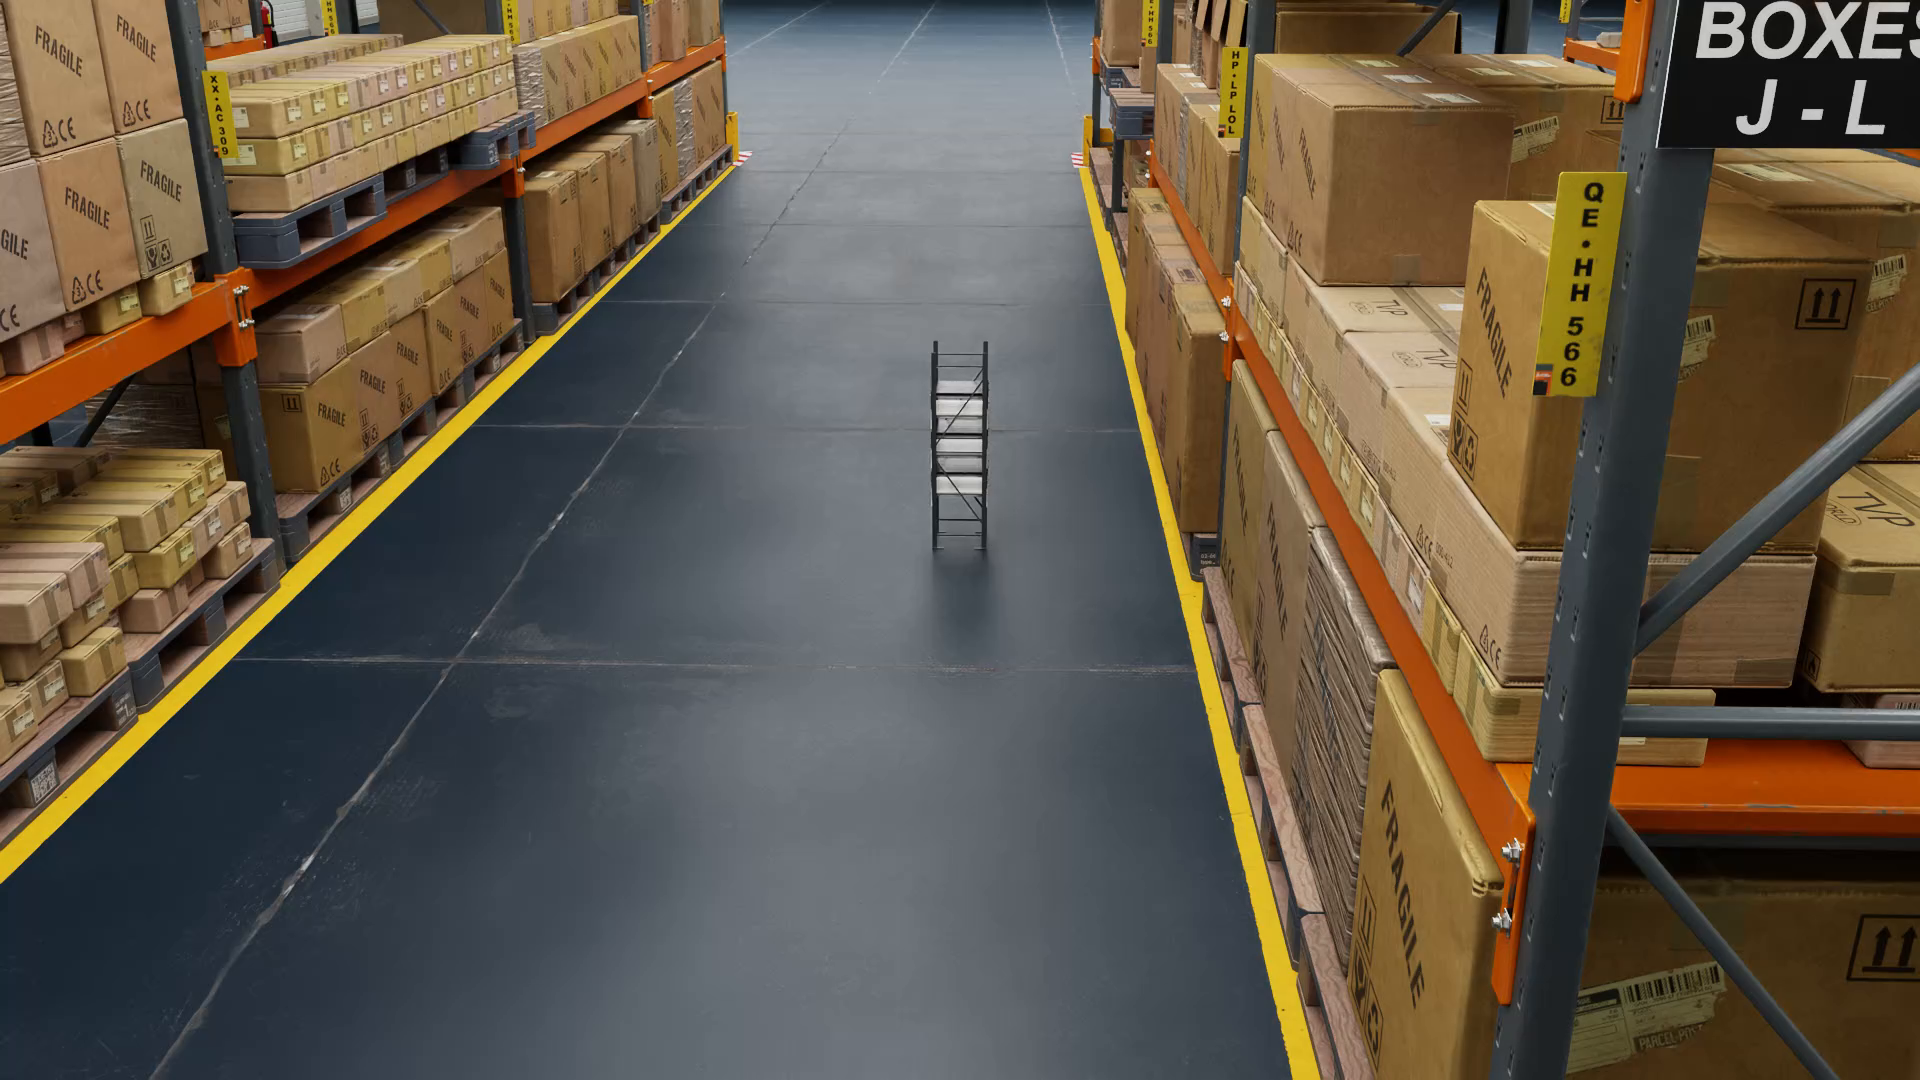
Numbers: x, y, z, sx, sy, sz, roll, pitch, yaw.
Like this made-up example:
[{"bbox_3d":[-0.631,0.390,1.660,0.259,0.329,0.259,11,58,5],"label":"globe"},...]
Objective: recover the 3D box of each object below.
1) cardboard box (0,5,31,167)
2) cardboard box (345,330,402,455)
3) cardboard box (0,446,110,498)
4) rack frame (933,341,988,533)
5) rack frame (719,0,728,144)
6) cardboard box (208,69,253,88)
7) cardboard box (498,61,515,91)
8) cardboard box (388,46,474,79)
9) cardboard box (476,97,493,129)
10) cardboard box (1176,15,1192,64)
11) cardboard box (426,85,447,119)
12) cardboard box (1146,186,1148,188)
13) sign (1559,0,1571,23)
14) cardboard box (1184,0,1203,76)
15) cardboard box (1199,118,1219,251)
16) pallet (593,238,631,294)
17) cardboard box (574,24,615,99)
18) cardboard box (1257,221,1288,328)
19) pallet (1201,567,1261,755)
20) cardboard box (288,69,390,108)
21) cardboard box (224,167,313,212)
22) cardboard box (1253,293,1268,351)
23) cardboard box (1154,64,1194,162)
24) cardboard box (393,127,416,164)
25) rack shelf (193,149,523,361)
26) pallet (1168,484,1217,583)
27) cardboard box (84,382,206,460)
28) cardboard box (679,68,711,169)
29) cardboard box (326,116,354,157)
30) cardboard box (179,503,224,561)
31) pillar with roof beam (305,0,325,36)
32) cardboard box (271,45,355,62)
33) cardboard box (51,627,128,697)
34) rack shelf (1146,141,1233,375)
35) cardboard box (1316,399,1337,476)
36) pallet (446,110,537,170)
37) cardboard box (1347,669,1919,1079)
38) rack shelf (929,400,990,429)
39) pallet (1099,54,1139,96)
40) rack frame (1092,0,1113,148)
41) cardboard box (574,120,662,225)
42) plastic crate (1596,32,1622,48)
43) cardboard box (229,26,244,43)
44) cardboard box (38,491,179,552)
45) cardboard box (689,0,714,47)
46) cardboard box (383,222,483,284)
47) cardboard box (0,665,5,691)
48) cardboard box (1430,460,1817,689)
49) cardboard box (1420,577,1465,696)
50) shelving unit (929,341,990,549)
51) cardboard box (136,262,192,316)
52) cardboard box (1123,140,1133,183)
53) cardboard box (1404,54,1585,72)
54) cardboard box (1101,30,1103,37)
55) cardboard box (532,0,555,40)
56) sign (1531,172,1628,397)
[{"bbox_3d":[-3.182,-1.347,4.921,0.500,0.500,0.500,1,21,3],"label":"cardboard box"},{"bbox_3d":[-3.096,-0.726,8.129,0.500,0.500,0.500,2,21,4],"label":"cardboard box"},{"bbox_3d":[-3.616,-0.262,6.595,0.380,0.149,0.250,1,21,4],"label":"cardboard box"},{"bbox_3d":[0.003,-0.453,7.453,0.240,0.900,0.006,1,21,2],"label":"rack frame"},{"bbox_3d":[-3.033,-5.579,17.761,1.000,3.000,0.127,1,21,2],"label":"rack frame"},{"bbox_3d":[-3.545,-2.118,7.785,0.380,0.149,0.250,0,21,0],"label":"cardboard box"},{"bbox_3d":[-2.836,-2.720,9.748,0.380,0.149,0.250,1,21,3],"label":"cardboard box"},{"bbox_3d":[-2.855,-2.578,8.971,0.380,0.149,0.250,1,21,3],"label":"cardboard box"},{"bbox_3d":[-2.849,-2.399,9.331,0.380,0.149,0.250,1,21,3],"label":"cardboard box"},{"bbox_3d":[1.655,-3.033,10.481,0.500,0.500,0.500,-2,21,-5],"label":"cardboard box"},{"bbox_3d":[-2.873,-2.254,8.546,0.380,0.149,0.250,1,21,3],"label":"cardboard box"},{"bbox_3d":[1.693,-2.283,12.114,0.700,0.500,0.500,2,21,6],"label":"cardboard box"},{"bbox_3d":[6.322,-5.570,17.355,0.100,0.325,0.005,1,21,2],"label":"sign"},{"bbox_3d":[1.640,-2.845,9.190,0.797,0.503,0.637,1,21,3],"label":"cardboard box"},{"bbox_3d":[1.320,-1.547,7.230,0.500,0.500,0.500,1,21,3],"label":"cardboard box"},{"bbox_3d":[-3.137,-2.111,12.677,1.003,0.211,1.213,1,21,2],"label":"pallet"},{"bbox_3d":[-2.934,-3.622,12.579,0.500,0.500,0.500,1,21,2],"label":"cardboard box"},{"bbox_3d":[1.260,-0.871,5.423,0.500,0.250,0.500,1,21,1],"label":"cardboard box"},{"bbox_3d":[1.455,0.425,6.142,1.003,0.211,1.213,1,21,2],"label":"pallet"},{"bbox_3d":[-2.896,-2.110,7.764,0.380,0.149,0.250,0,21,1],"label":"cardboard box"},{"bbox_3d":[-2.926,-1.456,6.902,0.380,0.149,0.250,0,21,-1],"label":"cardboard box"},{"bbox_3d":[1.200,-0.738,5.632,0.380,0.149,0.250,1,21,3],"label":"cardboard box"},{"bbox_3d":[1.391,-2.469,9.608,0.500,0.500,0.500,1,21,3],"label":"cardboard box"},{"bbox_3d":[-2.892,-1.928,8.119,0.380,0.149,0.250,0,21,1],"label":"cardboard box"},{"bbox_3d":[-3.337,-1.628,8.572,1.077,0.370,4.000,1,21,2],"label":"rack shelf"},{"bbox_3d":[1.505,-0.129,7.569,1.003,0.211,1.213,1,21,2],"label":"pallet"},{"bbox_3d":[-3.627,-0.541,7.651,0.500,0.500,0.500,0,21,1],"label":"cardboard box"},{"bbox_3d":[-3.012,-4.220,16.615,0.875,0.875,0.875,0,21,1],"label":"cardboard box"},{"bbox_3d":[-2.913,-1.782,7.330,0.380,0.149,0.250,1,21,3],"label":"cardboard box"},{"bbox_3d":[-3.086,-0.030,6.409,0.380,0.149,0.250,0,21,-1],"label":"cardboard box"},{"bbox_3d":[-9.017,-14.666,32.887,9.100,9.000,0.400,1,21,2],"label":"pillar with roof beam"},{"bbox_3d":[-3.510,-2.596,9.017,0.380,0.149,0.250,0,21,-1],"label":"cardboard box"},{"bbox_3d":[-3.101,0.413,5.678,0.380,0.149,0.250,1,21,2],"label":"cardboard box"},{"bbox_3d":[1.617,-1.537,8.337,1.077,0.370,4.000,1,21,2],"label":"rack shelf"},{"bbox_3d":[1.163,-0.271,4.427,0.380,0.149,0.250,1,21,3],"label":"cardboard box"},{"bbox_3d":[-3.192,-2.338,9.673,1.213,0.211,1.003,1,21,2],"label":"pallet"},{"bbox_3d":[1.374,0.860,3.523,0.875,0.875,0.875,1,21,2],"label":"cardboard box"},{"bbox_3d":[0.000,-0.553,7.306,0.258,0.077,0.200,1,21,2],"label":"rack shelf"},{"bbox_3d":[1.631,-3.677,13.125,1.003,0.211,1.213,1,21,2],"label":"pallet"},{"bbox_3d":[1.922,-5.488,17.526,1.000,3.000,0.127,1,21,2],"label":"rack frame"},{"bbox_3d":[-3.084,-3.054,13.783,1.050,0.750,0.750,1,21,1],"label":"cardboard box"},{"bbox_3d":[6.523,-4.990,16.608,0.298,0.136,0.250,1,21,2],"label":"plastic crate"},{"bbox_3d":[-7.678,-5.249,17.258,0.380,0.149,0.250,0,21,1],"label":"cardboard box"},{"bbox_3d":[-3.117,-0.070,6.100,0.380,0.149,0.250,0,21,1],"label":"cardboard box"},{"bbox_3d":[-2.994,-5.315,16.873,0.875,0.550,0.550,1,21,2],"label":"cardboard box"},{"bbox_3d":[-3.040,-1.634,9.431,0.500,0.250,0.500,1,21,2],"label":"cardboard box"},{"bbox_3d":[-3.249,0.442,5.193,0.380,0.149,0.250,2,21,4],"label":"cardboard box"},{"bbox_3d":[1.184,0.050,3.049,0.500,0.250,0.500,0,21,1],"label":"cardboard box"},{"bbox_3d":[1.123,0.188,3.245,0.380,0.149,0.250,1,21,2],"label":"cardboard box"},{"bbox_3d":[0.000,-0.417,7.359,0.258,0.900,0.210,1,21,2],"label":"shelving unit"},{"bbox_3d":[-3.072,-0.923,6.108,0.380,0.149,0.250,0,21,0],"label":"cardboard box"},{"bbox_3d":[1.802,-3.649,15.661,0.500,0.500,0.500,-1,21,-3],"label":"cardboard box"},{"bbox_3d":[1.810,-1.398,5.745,0.500,0.500,0.500,1,21,3],"label":"cardboard box"},{"bbox_3d":[1.625,-5.090,16.847,0.380,0.149,0.250,1,21,2],"label":"cardboard box"},{"bbox_3d":[-3.225,-3.730,11.474,0.700,0.500,0.500,0,21,1],"label":"cardboard box"},{"bbox_3d":[0.893,-0.364,2.392,0.100,0.325,0.005,1,21,2],"label":"sign"}]
